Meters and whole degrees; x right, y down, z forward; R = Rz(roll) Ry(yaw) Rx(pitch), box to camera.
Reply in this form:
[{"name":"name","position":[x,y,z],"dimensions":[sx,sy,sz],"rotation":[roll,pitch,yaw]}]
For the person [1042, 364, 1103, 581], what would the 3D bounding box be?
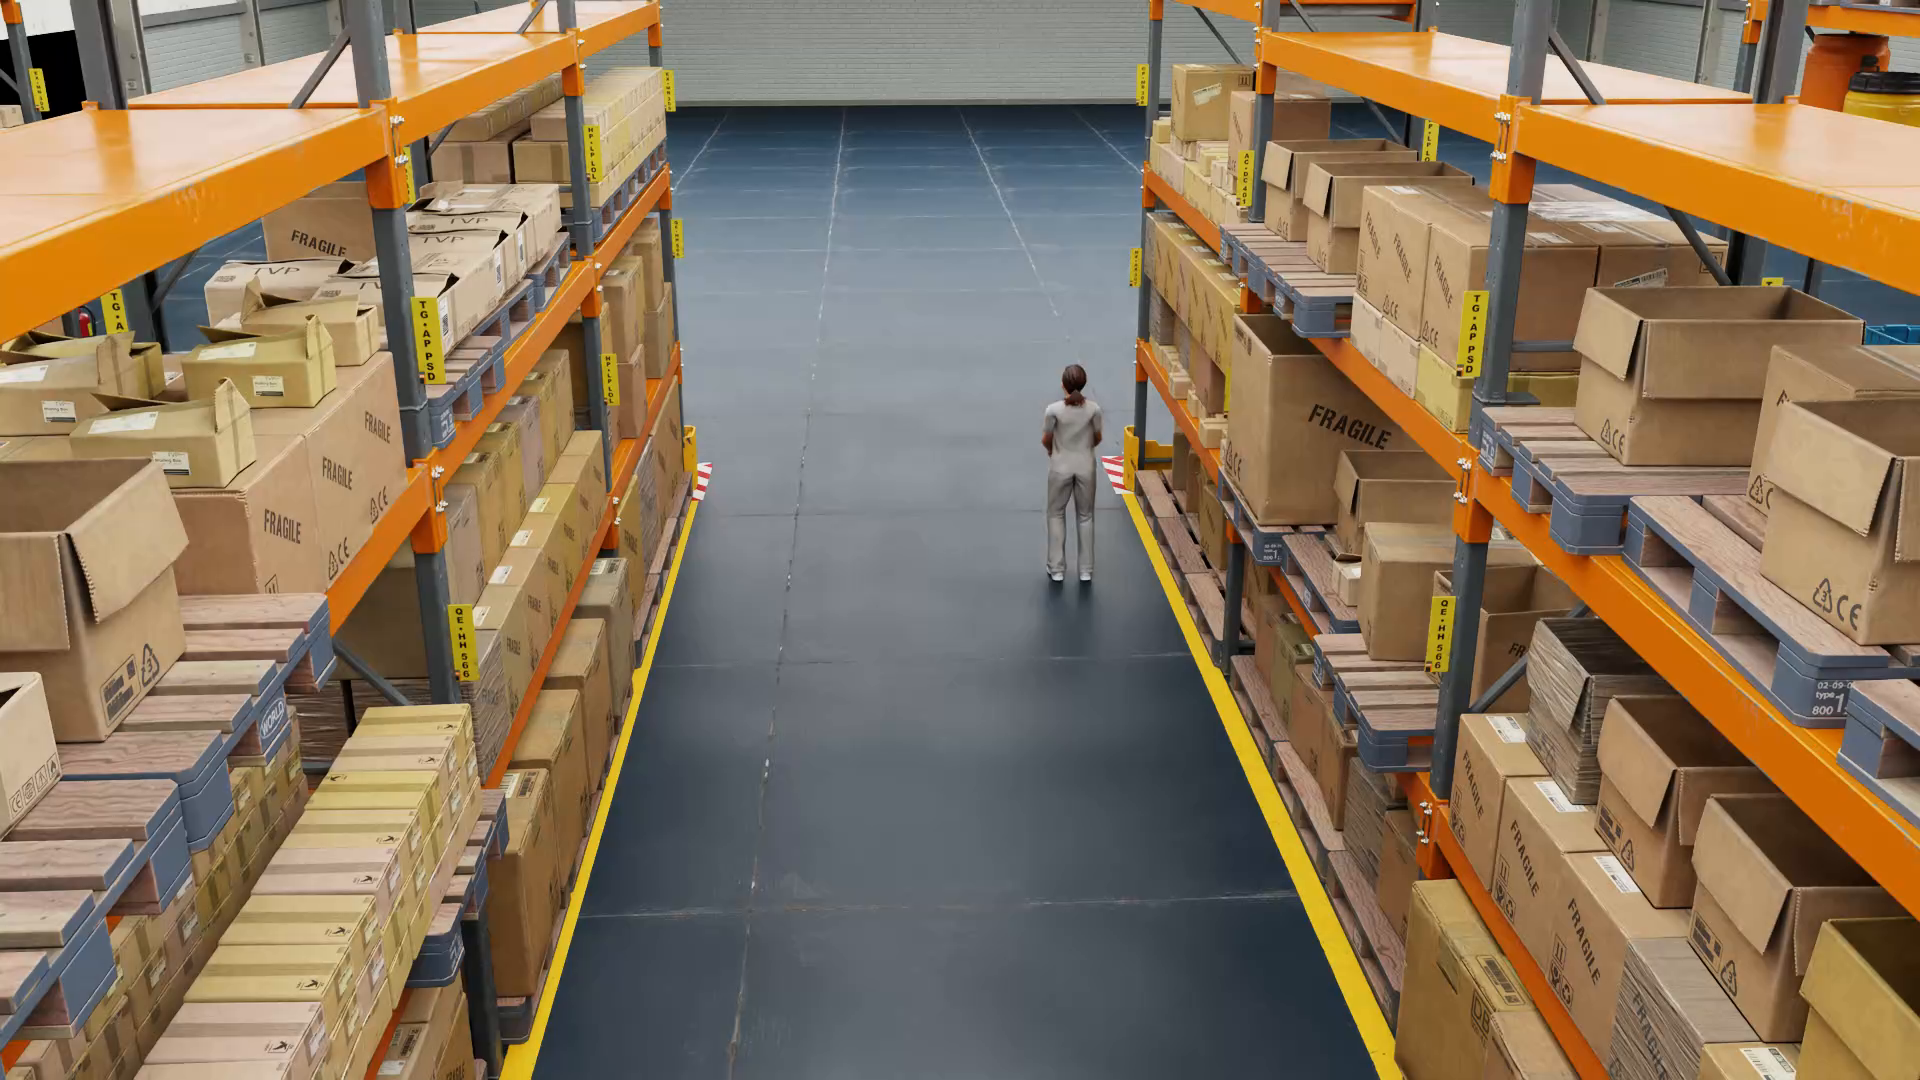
[{"name":"person","position":[0.831,-0.526,12.496],"dimensions":[0.454,1.667,0.533],"rotation":[-1,21,-3]}]
